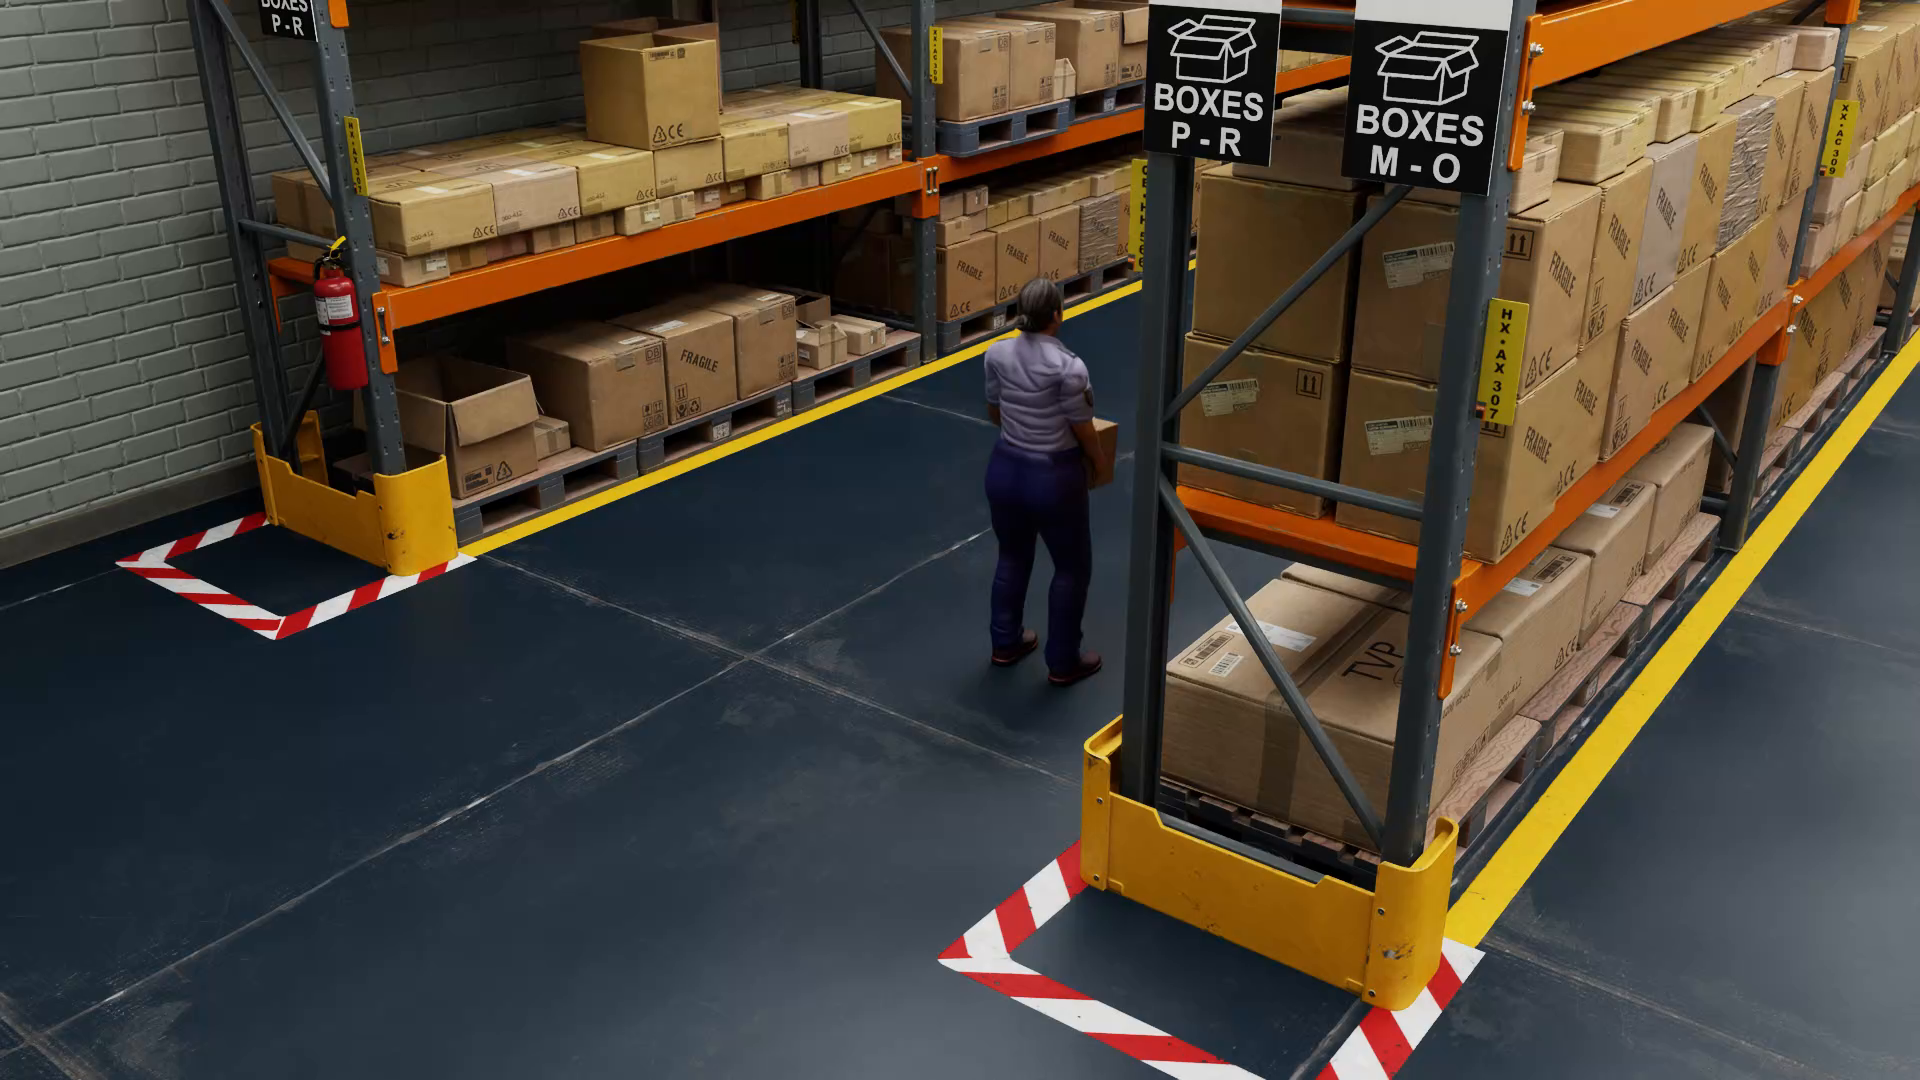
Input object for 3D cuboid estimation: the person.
[{"bbox_3d":[0.346,-0.250,6.676,0.494,1.655,0.463,16,29,33],"label":"person"}]
